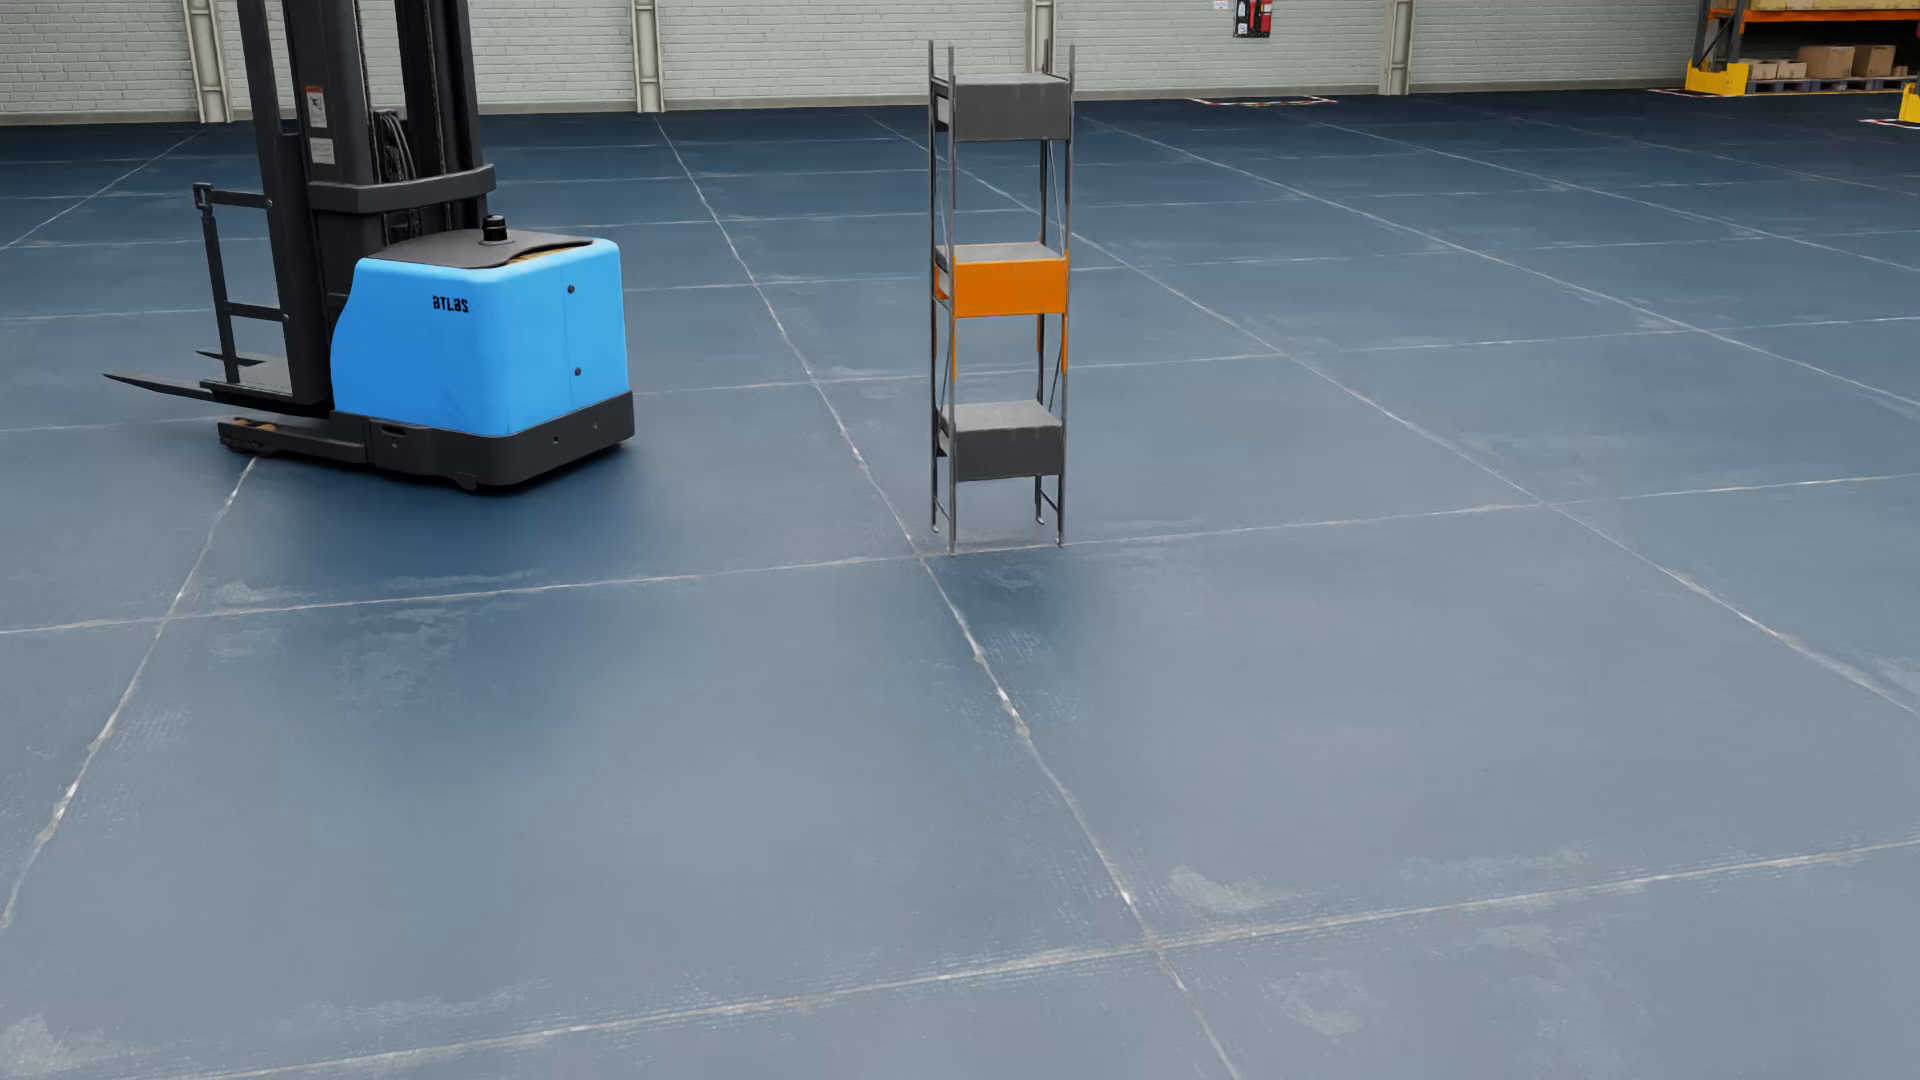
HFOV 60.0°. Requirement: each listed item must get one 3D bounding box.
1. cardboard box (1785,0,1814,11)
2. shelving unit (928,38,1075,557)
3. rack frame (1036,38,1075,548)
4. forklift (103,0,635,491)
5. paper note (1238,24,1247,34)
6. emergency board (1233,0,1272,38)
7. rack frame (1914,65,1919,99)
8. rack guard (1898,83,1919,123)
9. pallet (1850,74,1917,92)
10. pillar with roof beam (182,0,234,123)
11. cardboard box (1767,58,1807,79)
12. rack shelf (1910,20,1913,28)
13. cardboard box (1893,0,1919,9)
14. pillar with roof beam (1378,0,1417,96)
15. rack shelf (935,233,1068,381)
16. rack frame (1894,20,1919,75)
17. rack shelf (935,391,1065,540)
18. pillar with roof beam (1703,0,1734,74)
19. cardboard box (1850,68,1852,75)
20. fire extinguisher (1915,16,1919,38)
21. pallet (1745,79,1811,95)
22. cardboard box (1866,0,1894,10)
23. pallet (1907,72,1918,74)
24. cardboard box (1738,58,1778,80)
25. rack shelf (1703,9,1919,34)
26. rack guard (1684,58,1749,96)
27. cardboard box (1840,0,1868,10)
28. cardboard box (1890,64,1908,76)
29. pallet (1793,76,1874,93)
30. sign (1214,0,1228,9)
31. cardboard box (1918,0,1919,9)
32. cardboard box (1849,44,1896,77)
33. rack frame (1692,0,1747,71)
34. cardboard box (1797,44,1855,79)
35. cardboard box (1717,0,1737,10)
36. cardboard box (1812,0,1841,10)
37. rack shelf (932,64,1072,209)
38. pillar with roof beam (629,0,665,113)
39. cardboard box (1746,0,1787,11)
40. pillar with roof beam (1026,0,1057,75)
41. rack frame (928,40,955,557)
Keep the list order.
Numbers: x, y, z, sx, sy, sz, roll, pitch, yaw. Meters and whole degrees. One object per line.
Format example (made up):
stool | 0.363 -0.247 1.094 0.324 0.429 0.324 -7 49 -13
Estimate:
cardboard box | 13.499 -8.757 27.049 0.500 0.250 0.500 -5 21 -14
shelving unit | 0.161 -0.999 6.989 0.503 2.100 0.431 -5 21 -12
rack frame | 0.399 -1.018 7.042 0.015 2.100 0.400 -5 21 -12
forklift | -3.229 -1.947 8.369 3.031 2.935 1.130 10 22 25
paper note | 4.491 -8.123 26.408 0.142 0.148 0.016 -5 21 -12
emergency board | 4.679 -8.527 26.232 0.643 1.169 0.194 -5 21 -12
rack frame | 13.593 -7.182 22.560 0.127 3.000 1.000 -5 21 -12
rack guard | 13.569 -6.006 22.985 0.348 0.500 1.175 -5 21 -12
pallet | 15.696 -7.782 28.252 1.213 0.211 1.003 -5 21 -12
pillar with roof beam | -9.434 -8.661 17.876 0.400 9.000 9.100 -5 21 -12
cardboard box | 13.698 -7.854 27.663 0.500 0.311 0.500 -3 20 -8
rack shelf | 18.288 -8.977 28.506 4.000 0.370 1.077 -5 21 -12
cardboard box | 15.464 -8.920 27.493 0.500 0.250 0.500 -5 21 -12
pillar with roof beam | 8.083 -10.086 21.765 0.400 9.000 9.100 -5 21 -12
rack shelf | 0.161 -0.986 6.994 0.480 0.518 0.431 -5 21 -12
rack frame | 16.342 -9.156 27.950 0.127 3.000 1.000 -5 21 -12
rack shelf | 0.161 -0.329 7.235 0.480 0.518 0.431 -5 21 -12
pillar with roof beam | 13.922 -10.561 23.062 0.400 9.000 9.100 -5 21 -12
cardboard box | 14.781 -7.905 28.037 0.250 0.149 0.380 -6 21 -17
fire extinguisher | 13.371 -7.292 22.972 0.183 0.674 0.296 -5 21 -12
pallet | 13.322 -7.589 27.725 1.213 0.211 1.003 -5 21 -12
cardboard box | 14.978 -8.875 27.370 0.500 0.250 0.500 -5 21 -13
pallet | 17.099 -7.909 28.599 1.213 0.211 1.003 -5 21 -12
cardboard box | 13.143 -7.809 27.540 0.500 0.311 0.500 -7 21 -19
rack shelf | 14.396 -8.660 27.642 4.000 0.370 1.077 -5 21 -12
rack guard | 12.523 -7.672 27.532 0.348 0.500 1.175 -5 21 -12
cardboard box | 14.489 -8.835 27.260 0.500 0.250 0.500 -4 21 -12
cardboard box | 15.828 -7.980 28.219 0.250 0.166 0.380 -7 21 -20
pallet | 14.507 -7.684 27.985 1.213 0.211 1.003 -5 21 -12
sign | 4.117 -8.535 26.200 0.234 0.329 0.001 -5 21 -12
cardboard box | 15.951 -8.956 27.593 0.500 0.250 0.500 -5 21 -12
cardboard box | 15.341 -8.094 28.043 0.500 0.500 0.500 -6 21 -17
rack frame | 12.449 -8.840 27.086 0.127 3.000 1.000 -5 21 -12
cardboard box | 14.423 -7.984 27.743 0.500 0.500 0.700 -6 21 -16
cardboard box | 12.859 -8.881 27.386 0.500 0.250 0.500 -4 21 -12
cardboard box | 13.996 -8.795 27.153 0.500 0.250 0.500 -5 21 -13
rack shelf | 0.161 -1.644 6.753 0.480 0.518 0.431 -5 21 -12
pillar with roof beam | -3.595 -9.136 19.172 0.400 9.000 9.100 -5 21 -12
cardboard box | 12.997 -8.711 26.923 0.500 0.250 0.500 -5 21 -14
pillar with roof beam | 2.244 -9.611 20.469 0.400 9.000 9.100 -5 21 -12
rack frame | -0.076 -0.980 6.936 0.015 2.100 0.400 -5 21 -12
